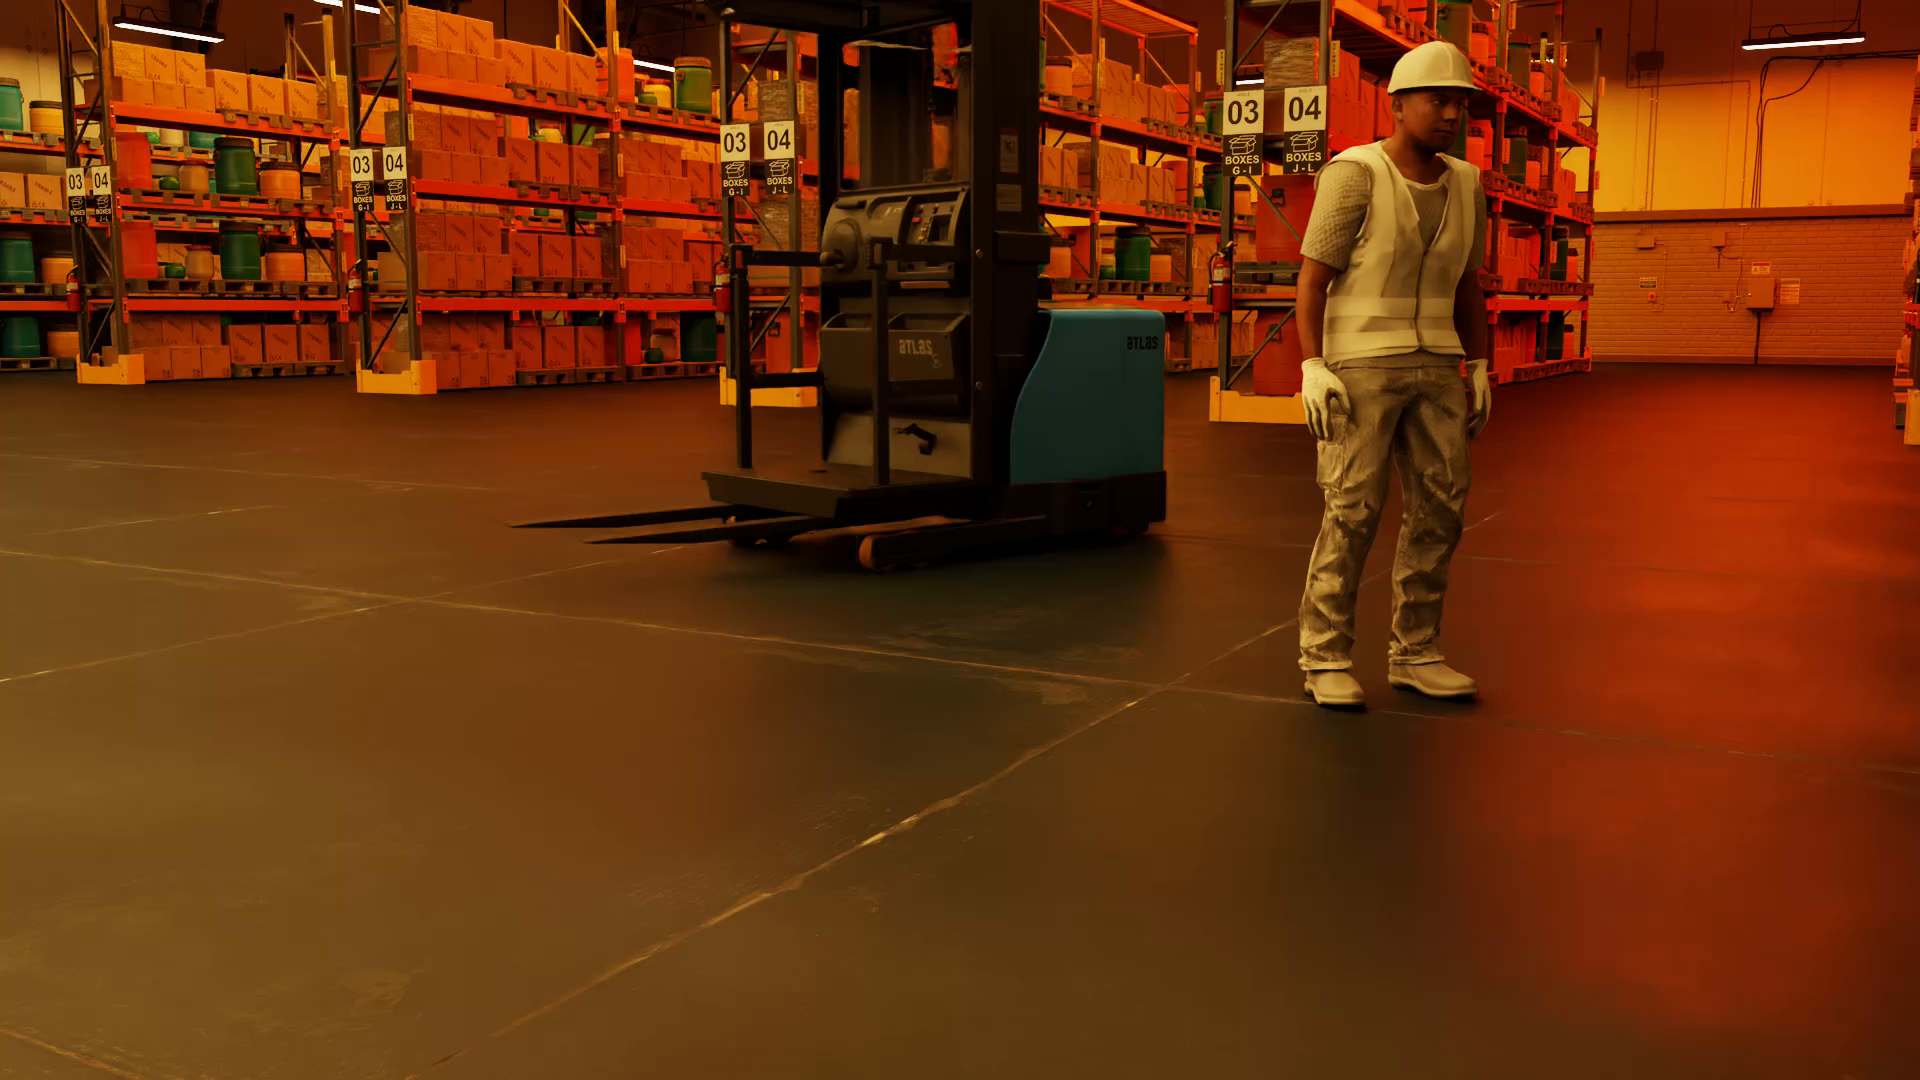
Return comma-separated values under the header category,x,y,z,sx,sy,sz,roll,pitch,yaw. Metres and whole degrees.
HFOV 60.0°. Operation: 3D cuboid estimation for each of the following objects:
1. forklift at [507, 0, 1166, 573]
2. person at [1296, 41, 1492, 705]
category,x,y,z,sx,sy,sz,roll,pitch,yaw
forklift,-0.452,-1.395,7.199,3.031,2.935,1.130,-7,10,-41
person,1.202,-0.444,4.563,0.617,1.772,0.450,-3,8,-21
